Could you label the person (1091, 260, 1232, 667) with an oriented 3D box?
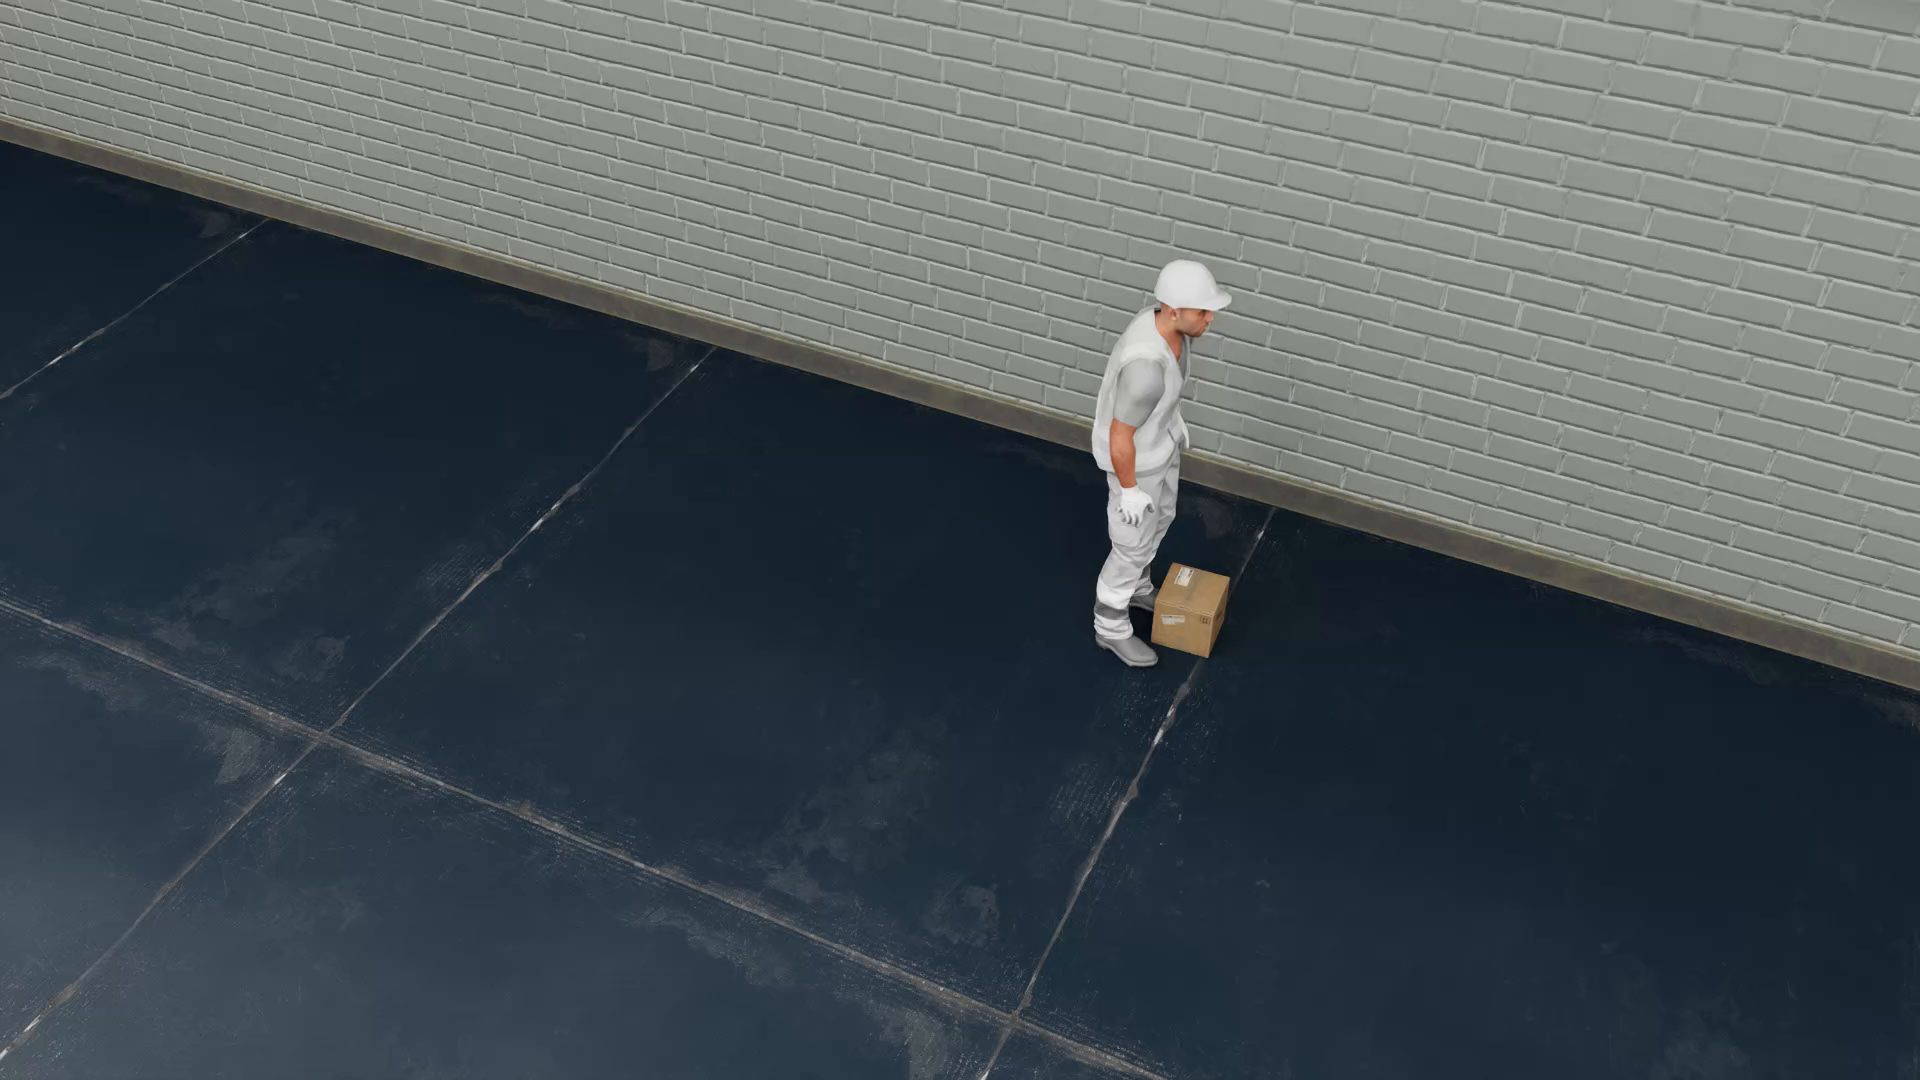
[{"bbox_3d":[0.752,-0.322,6.511,0.456,1.778,0.615,17,44,18],"label":"person"}]
